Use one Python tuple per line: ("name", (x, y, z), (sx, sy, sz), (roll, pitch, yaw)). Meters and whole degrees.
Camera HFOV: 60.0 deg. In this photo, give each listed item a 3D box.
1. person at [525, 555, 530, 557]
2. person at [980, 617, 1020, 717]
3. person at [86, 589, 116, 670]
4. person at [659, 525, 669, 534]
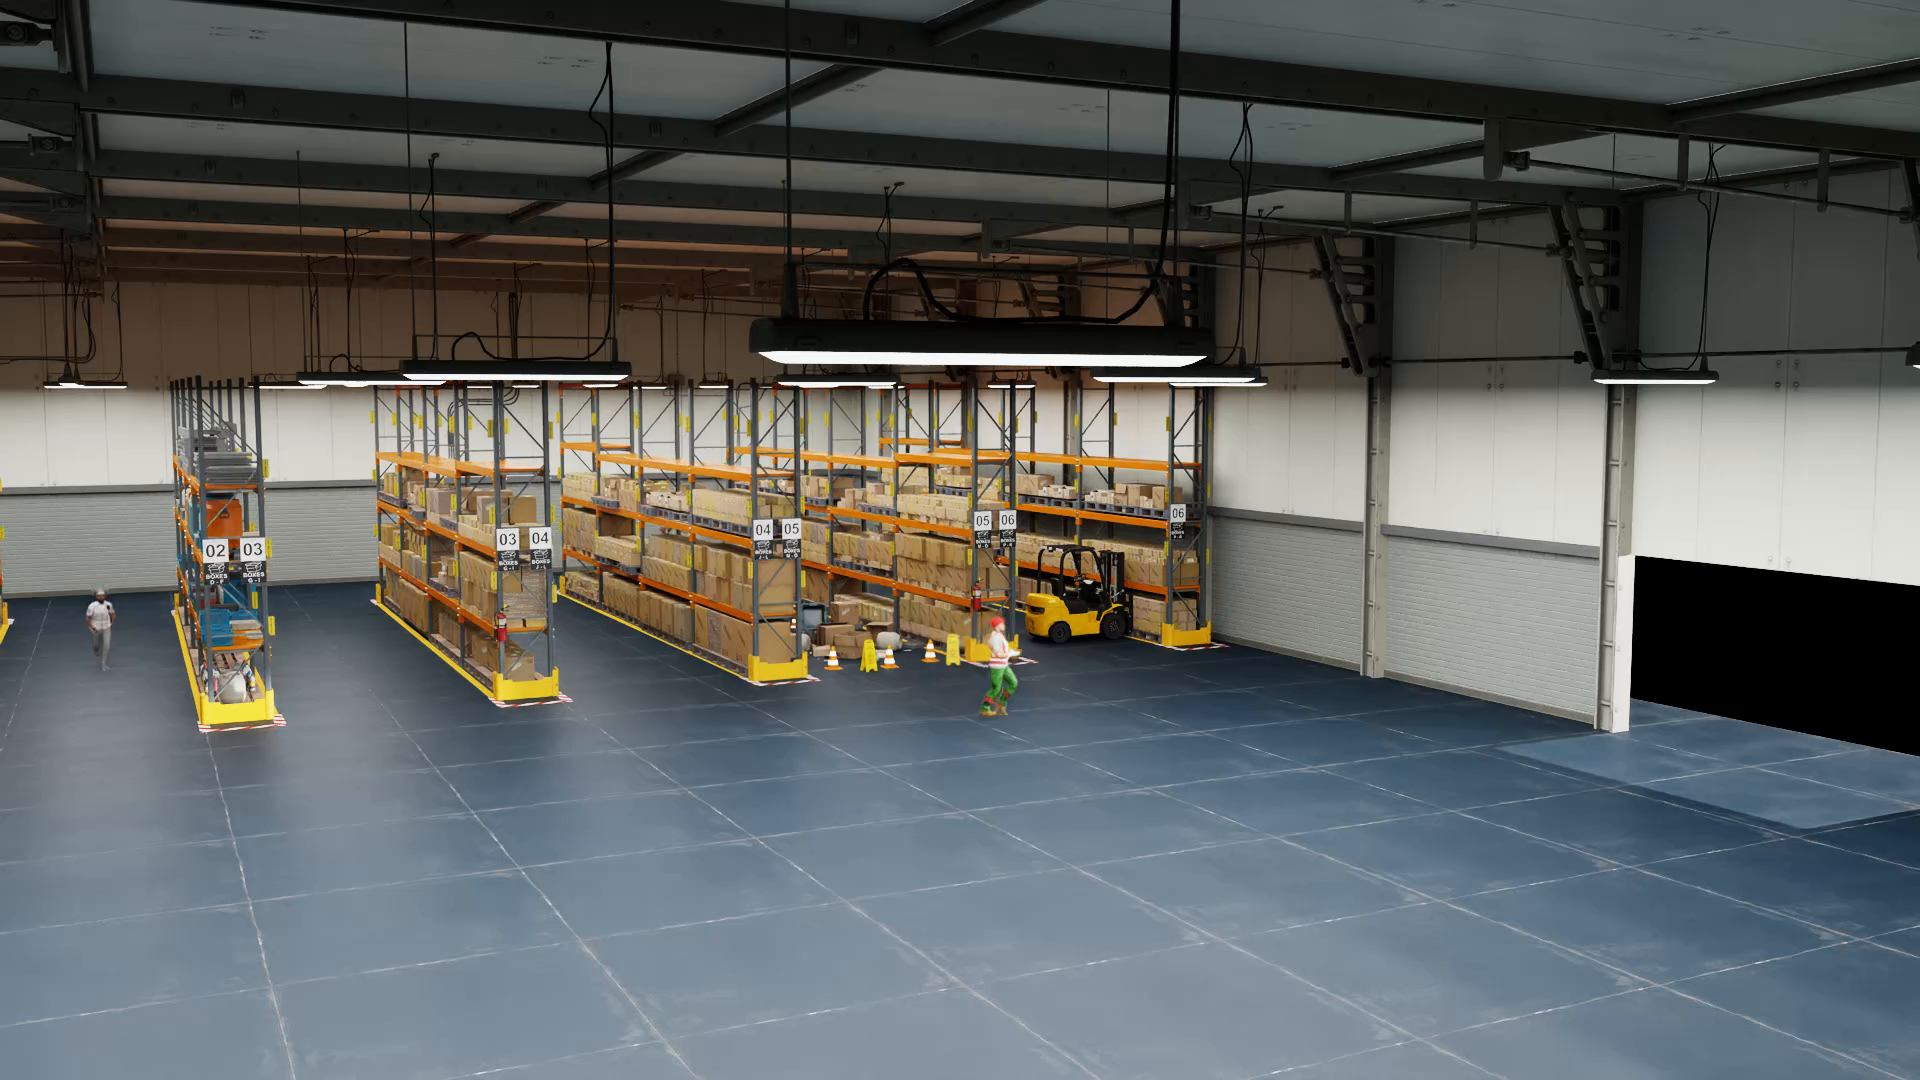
("person", (-12.404, 0.753, 47.105), (0.576, 1.578, 0.626), (0, 5, 2))
("person", (0.716, 2.238, 29.170), (0.711, 1.793, 0.639), (2, 5, 16))
("person", (-17.844, 1.847, 34.574), (0.568, 1.678, 0.865), (-3, 6, -30))
("person", (-8.809, 0.370, 49.829), (0.993, 1.770, 0.661), (-3, 6, -31))
